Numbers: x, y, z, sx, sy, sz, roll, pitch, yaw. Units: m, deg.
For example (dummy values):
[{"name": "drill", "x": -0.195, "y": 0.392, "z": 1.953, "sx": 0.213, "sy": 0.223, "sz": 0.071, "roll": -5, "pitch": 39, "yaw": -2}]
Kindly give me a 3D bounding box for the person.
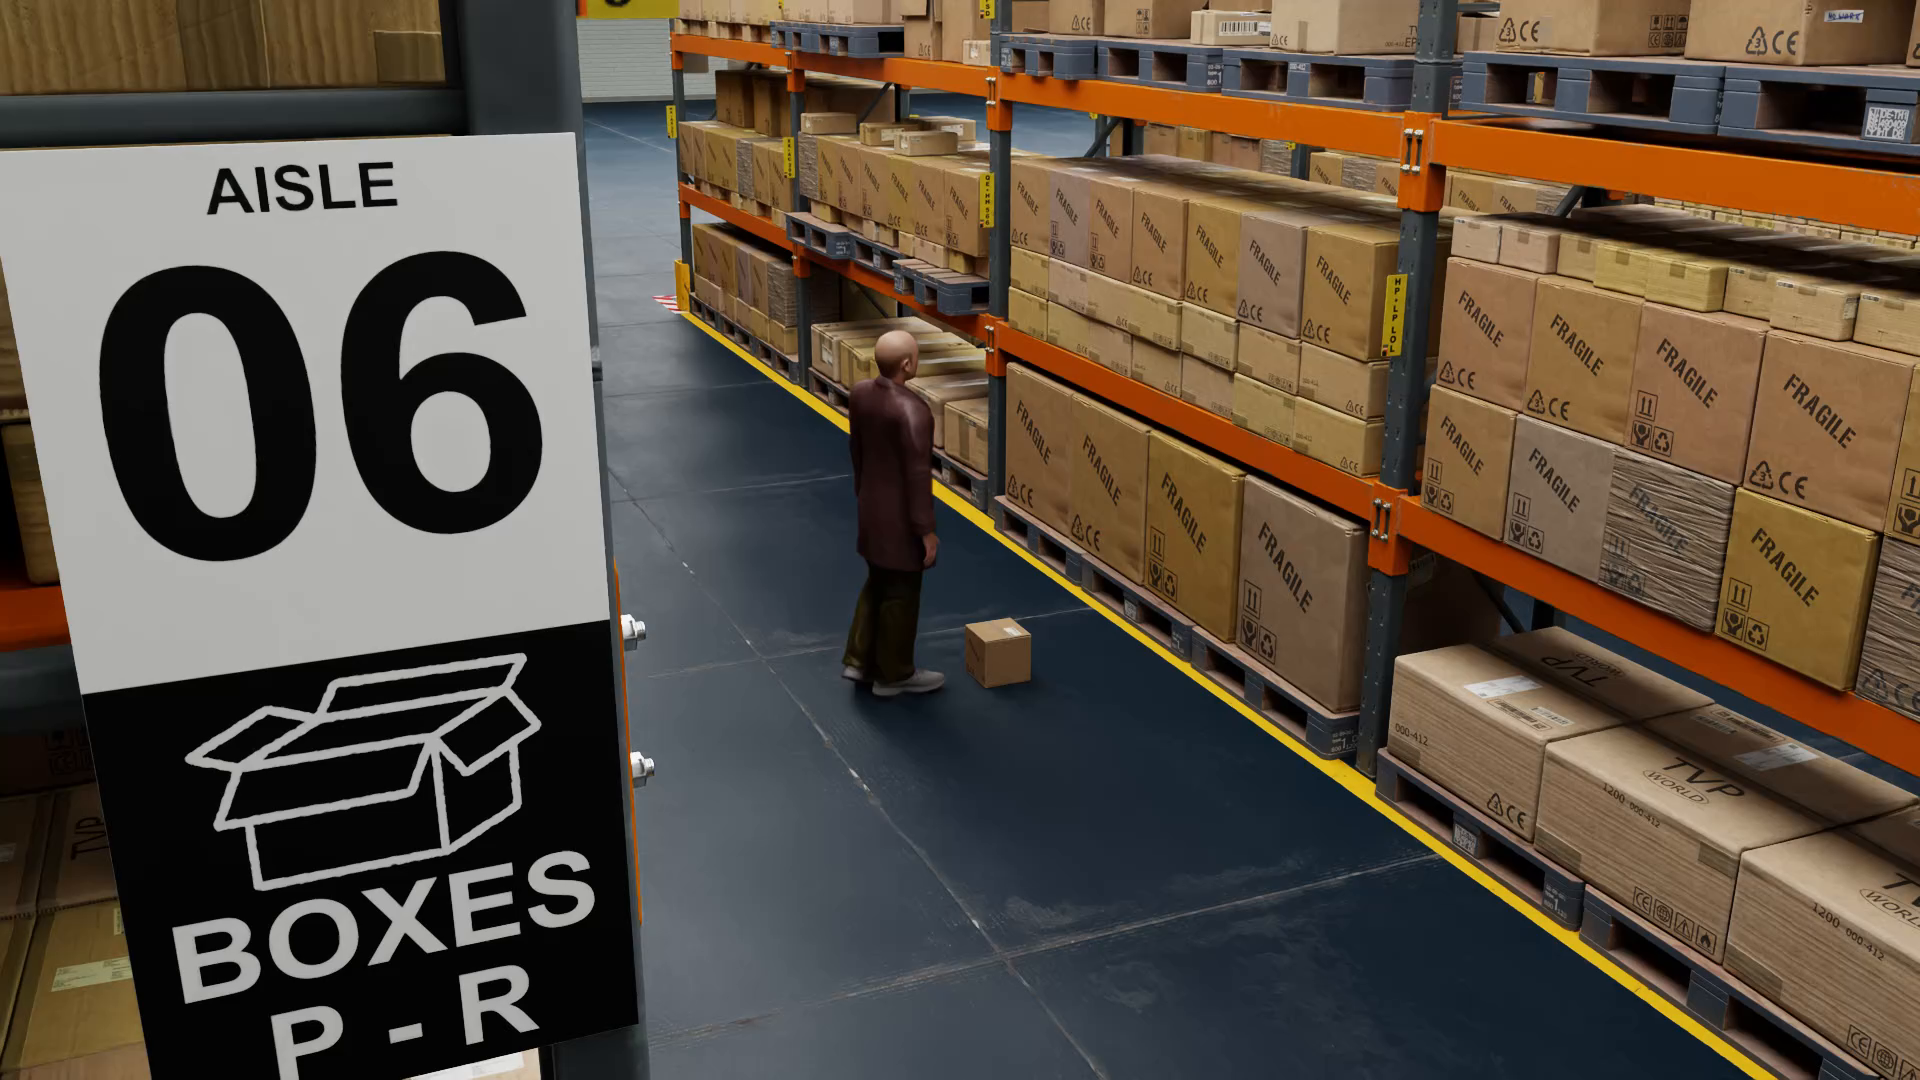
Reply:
[{"name": "person", "x": -0.313, "y": -0.044, "z": 7.866, "sx": 0.459, "sy": 1.740, "sz": 0.634, "roll": -12, "pitch": 22, "yaw": -32}]
